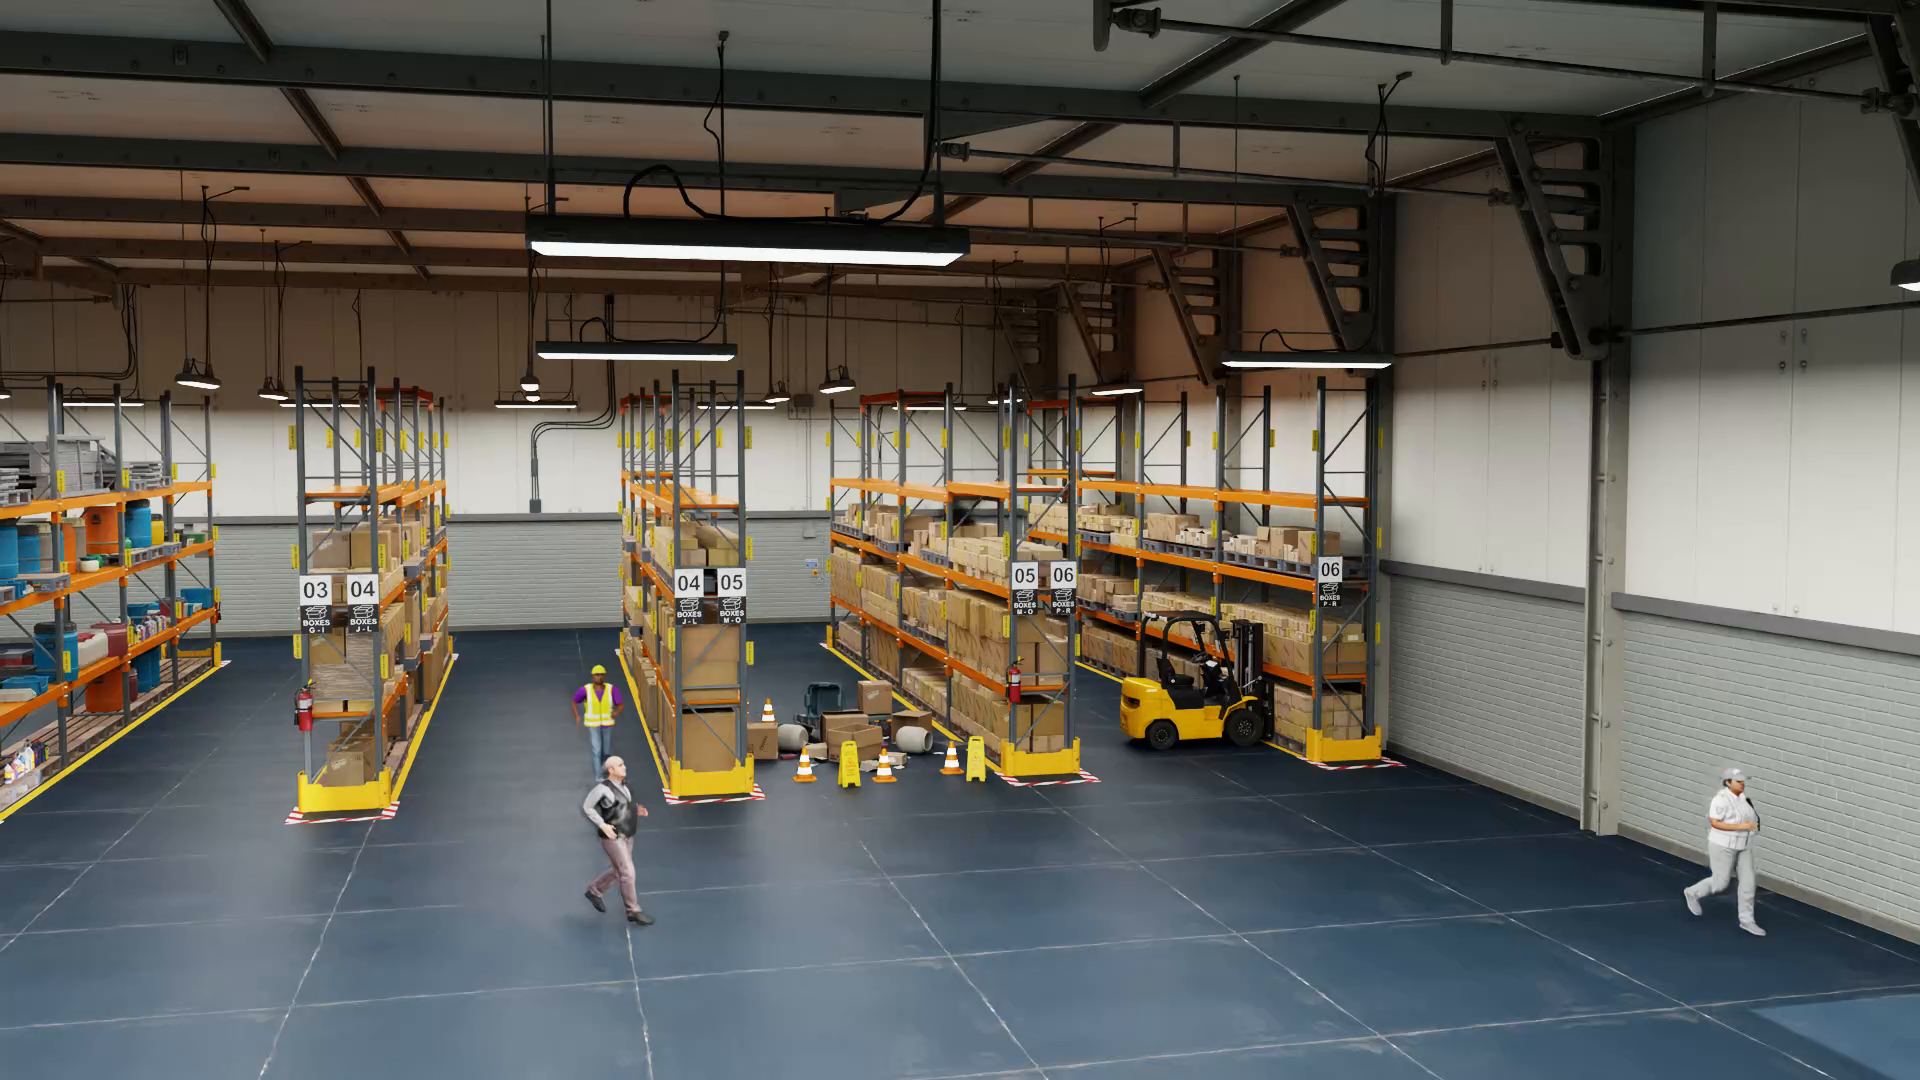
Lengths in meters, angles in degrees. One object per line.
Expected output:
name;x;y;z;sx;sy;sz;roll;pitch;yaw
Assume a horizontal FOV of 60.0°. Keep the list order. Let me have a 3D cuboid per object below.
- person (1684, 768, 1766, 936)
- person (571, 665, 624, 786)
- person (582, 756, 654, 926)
person;7.868;3.143;17.039;0.628;1.653;0.874;-2;4;-28
person;-5.207;2.676;23.973;0.724;1.752;0.959;-1;4;-23
person;-3.560;3.096;17.245;0.873;1.718;0.663;1;4;18
